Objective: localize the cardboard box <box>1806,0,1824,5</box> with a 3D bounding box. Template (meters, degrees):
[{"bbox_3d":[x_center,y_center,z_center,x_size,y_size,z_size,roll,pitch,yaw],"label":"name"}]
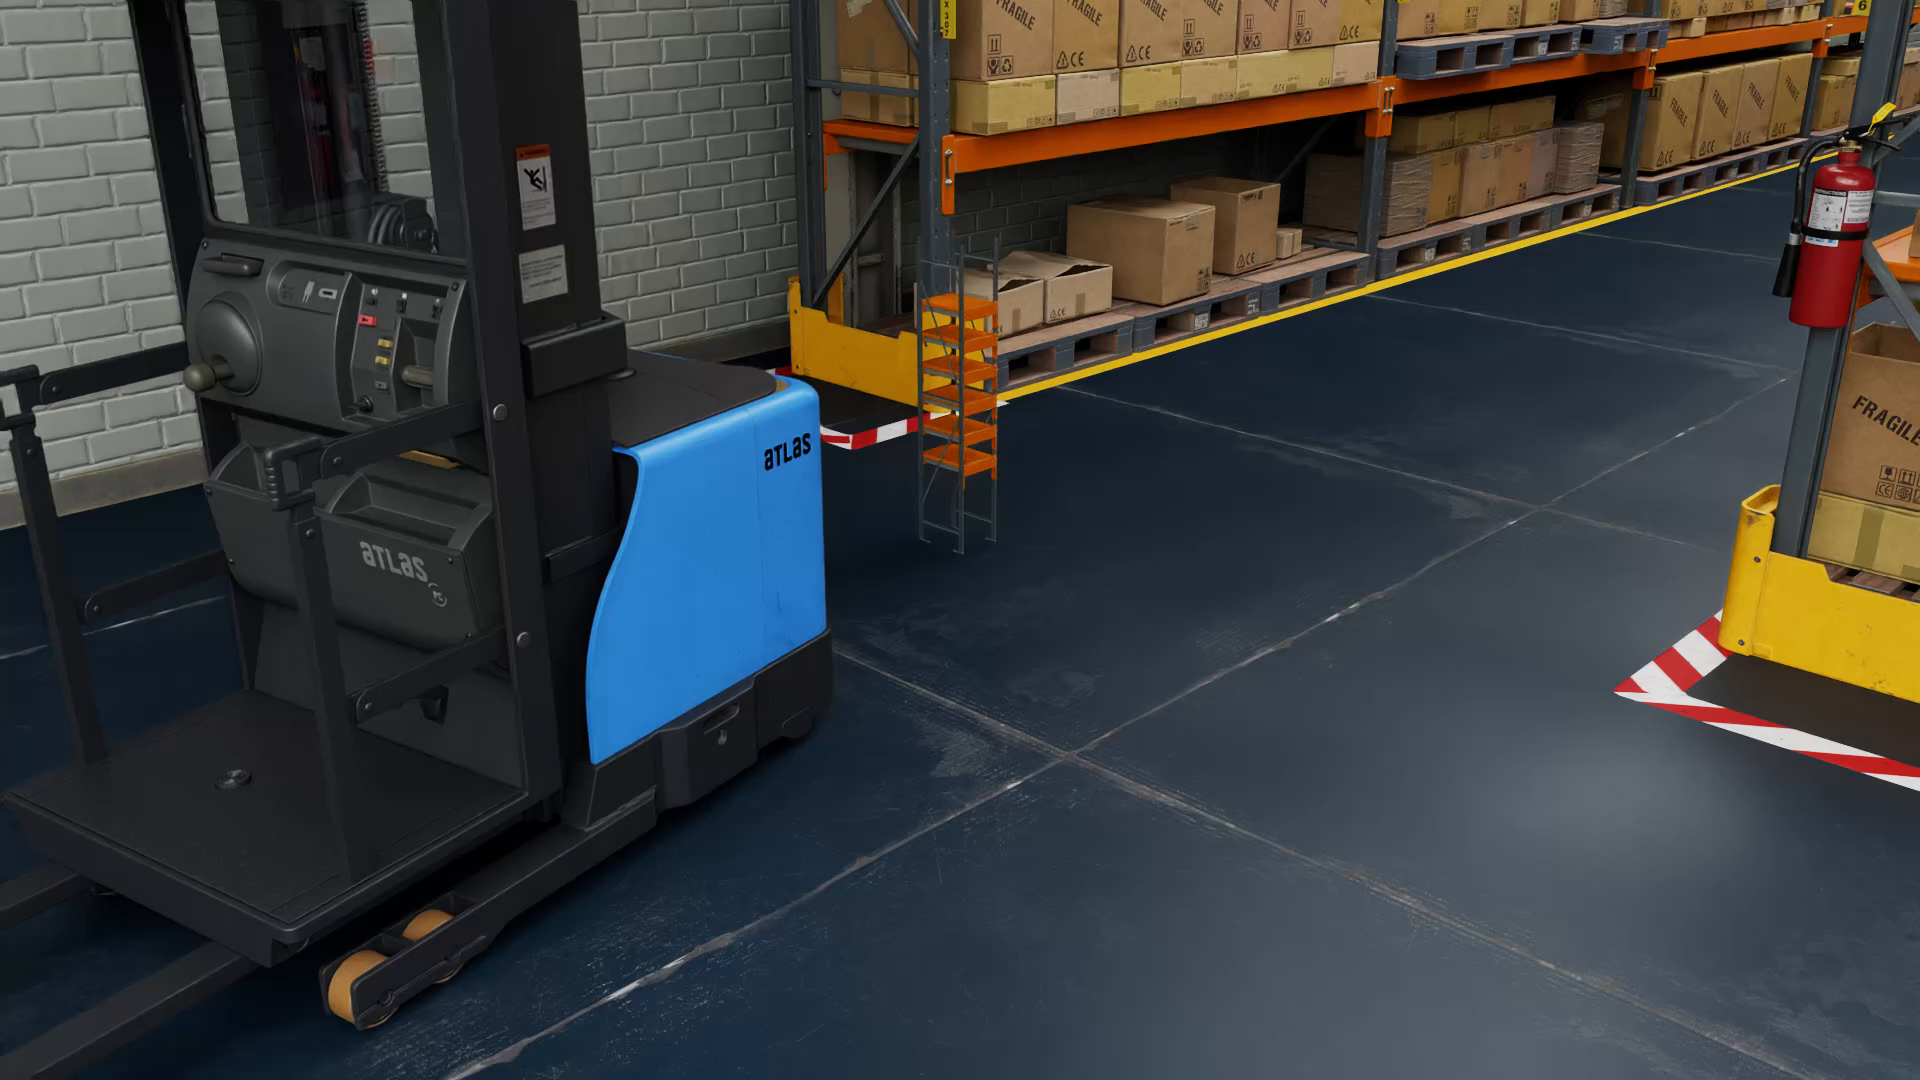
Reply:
[{"bbox_3d":[7.783,-5.284,15.560,0.500,0.500,0.500,19,28,40],"label":"cardboard box"}]

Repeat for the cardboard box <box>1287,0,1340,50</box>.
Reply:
[{"bbox_3d":[1.892,-3.175,9.791,0.500,0.500,0.500,19,28,40],"label":"cardboard box"}]

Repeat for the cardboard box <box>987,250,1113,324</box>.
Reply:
[{"bbox_3d":[0.498,-1.439,9.271,0.500,0.311,0.500,-17,27,-38],"label":"cardboard box"}]

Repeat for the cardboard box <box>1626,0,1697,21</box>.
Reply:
[{"bbox_3d":[5.657,-4.499,13.516,0.500,0.500,0.500,-19,28,-40],"label":"cardboard box"}]

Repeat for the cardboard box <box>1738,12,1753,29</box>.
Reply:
[{"bbox_3d":[6.781,-4.624,14.747,0.250,0.149,0.380,-19,28,-40],"label":"cardboard box"}]

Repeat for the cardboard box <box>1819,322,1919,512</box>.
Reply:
[{"bbox_3d":[3.266,-0.423,5.695,0.500,0.500,0.500,19,28,41],"label":"cardboard box"}]

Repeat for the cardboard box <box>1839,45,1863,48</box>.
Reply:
[{"bbox_3d":[9.890,-5.378,18.381,0.380,0.149,0.250,19,28,41],"label":"cardboard box"}]

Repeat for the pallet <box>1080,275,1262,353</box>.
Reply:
[{"bbox_3d":[1.050,-1.416,9.966,1.003,0.211,1.213,19,28,41],"label":"pallet"}]

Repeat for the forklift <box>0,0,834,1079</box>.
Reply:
[{"bbox_3d":[-1.600,-0.467,3.704,1.130,2.935,3.031,13,24,30],"label":"forklift"}]

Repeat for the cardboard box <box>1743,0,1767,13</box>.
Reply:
[{"bbox_3d":[6.733,-4.894,14.544,0.500,0.500,0.500,-19,28,-41],"label":"cardboard box"}]

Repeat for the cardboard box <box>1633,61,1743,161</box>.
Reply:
[{"bbox_3d":[6.357,-3.815,14.731,0.750,0.750,0.750,19,28,40],"label":"cardboard box"}]

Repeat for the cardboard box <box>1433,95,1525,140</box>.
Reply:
[{"bbox_3d":[3.872,-3.169,12.464,0.500,0.250,0.500,19,28,40],"label":"cardboard box"}]

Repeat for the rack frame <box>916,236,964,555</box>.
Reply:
[{"bbox_3d":[-0.074,-0.533,6.288,0.240,1.200,0.006,19,28,41],"label":"rack frame"}]

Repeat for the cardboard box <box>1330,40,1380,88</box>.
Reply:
[{"bbox_3d":[2.231,-2.956,10.267,0.500,0.250,0.500,19,28,41],"label":"cardboard box"}]

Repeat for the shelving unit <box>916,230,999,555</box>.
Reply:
[{"bbox_3d":[-0.010,-0.556,6.350,0.258,1.200,0.189,19,28,41],"label":"shelving unit"}]

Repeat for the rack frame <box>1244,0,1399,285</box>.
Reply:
[{"bbox_3d":[2.344,-3.215,10.757,1.000,3.000,0.127,19,28,41],"label":"rack frame"}]

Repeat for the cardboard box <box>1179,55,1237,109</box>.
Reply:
[{"bbox_3d":[1.187,-2.568,9.255,0.500,0.250,0.500,20,28,41],"label":"cardboard box"}]

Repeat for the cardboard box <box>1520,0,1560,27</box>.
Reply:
[{"bbox_3d":[3.960,-4.046,12.167,0.700,0.500,0.500,19,28,41],"label":"cardboard box"}]

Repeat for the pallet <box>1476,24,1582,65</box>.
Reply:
[{"bbox_3d":[3.783,-3.634,12.116,1.003,0.211,1.213,19,28,41],"label":"pallet"}]

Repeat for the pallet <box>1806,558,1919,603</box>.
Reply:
[{"bbox_3d":[3.609,0.147,5.898,1.003,0.211,1.213,19,28,41],"label":"pallet"}]

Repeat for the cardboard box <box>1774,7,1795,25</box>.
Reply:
[{"bbox_3d":[7.377,-4.797,15.196,0.380,0.149,0.250,19,28,41],"label":"cardboard box"}]

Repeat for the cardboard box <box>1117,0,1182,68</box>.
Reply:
[{"bbox_3d":[0.819,-2.779,8.760,0.500,0.500,0.500,18,27,39],"label":"cardboard box"}]

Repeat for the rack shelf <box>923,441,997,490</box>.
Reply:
[{"bbox_3d":[-0.010,-0.291,6.452,0.258,0.103,0.180,19,28,41],"label":"rack shelf"}]

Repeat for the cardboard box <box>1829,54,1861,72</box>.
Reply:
[{"bbox_3d":[9.254,-4.946,17.257,0.380,0.149,0.250,18,28,39],"label":"cardboard box"}]

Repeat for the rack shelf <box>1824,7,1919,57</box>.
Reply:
[{"bbox_3d":[9.320,-5.449,17.574,1.077,0.370,4.000,19,28,41],"label":"rack shelf"}]

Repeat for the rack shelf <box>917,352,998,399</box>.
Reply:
[{"bbox_3d":[-0.010,-0.627,6.323,0.258,0.103,0.180,19,28,41],"label":"rack shelf"}]

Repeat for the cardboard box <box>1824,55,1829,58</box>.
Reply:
[{"bbox_3d":[8.826,-4.986,17.360,0.380,0.149,0.250,18,27,39],"label":"cardboard box"}]

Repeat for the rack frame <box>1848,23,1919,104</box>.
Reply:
[{"bbox_3d":[10.715,-6.299,18.783,1.000,3.000,0.127,19,28,41],"label":"rack frame"}]

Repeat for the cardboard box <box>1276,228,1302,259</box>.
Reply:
[{"bbox_3d":[1.992,-1.952,10.809,0.380,0.166,0.250,15,26,34],"label":"cardboard box"}]

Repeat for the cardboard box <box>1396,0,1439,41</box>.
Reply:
[{"bbox_3d":[2.723,-3.589,10.979,0.700,0.500,0.500,19,28,41],"label":"cardboard box"}]

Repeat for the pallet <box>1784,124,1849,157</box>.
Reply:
[{"bbox_3d":[8.511,-4.145,17.066,1.003,0.211,1.213,19,28,41],"label":"pallet"}]

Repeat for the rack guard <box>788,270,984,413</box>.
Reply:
[{"bbox_3d":[-0.393,-1.039,8.582,1.175,0.500,0.348,19,28,41],"label":"rack guard"}]

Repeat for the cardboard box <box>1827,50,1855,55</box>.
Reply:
[{"bbox_3d":[9.359,-5.182,17.871,0.380,0.149,0.250,20,28,41],"label":"cardboard box"}]

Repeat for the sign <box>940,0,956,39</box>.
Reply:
[{"bbox_3d":[-0.058,-2.455,7.574,0.100,0.325,0.005,19,28,41],"label":"sign"}]

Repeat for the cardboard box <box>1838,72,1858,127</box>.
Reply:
[{"bbox_3d":[8.873,-4.595,17.248,0.700,0.500,0.500,19,28,40],"label":"cardboard box"}]

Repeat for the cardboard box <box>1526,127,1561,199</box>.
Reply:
[{"bbox_3d":[4.227,-2.980,13.018,0.700,0.500,0.500,19,28,41],"label":"cardboard box"}]

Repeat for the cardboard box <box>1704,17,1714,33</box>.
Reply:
[{"bbox_3d":[6.220,-4.436,14.257,0.250,0.149,0.380,-19,28,-41],"label":"cardboard box"}]

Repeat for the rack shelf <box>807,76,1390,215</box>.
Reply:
[{"bbox_3d":[0.949,-2.365,9.549,1.077,0.370,4.000,19,28,41],"label":"rack shelf"}]

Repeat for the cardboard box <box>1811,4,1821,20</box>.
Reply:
[{"bbox_3d":[7.892,-5.005,15.739,0.380,0.149,0.250,20,28,41],"label":"cardboard box"}]

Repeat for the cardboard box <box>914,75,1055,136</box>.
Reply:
[{"bbox_3d":[0.121,-2.172,8.225,0.500,0.250,0.500,18,28,39],"label":"cardboard box"}]

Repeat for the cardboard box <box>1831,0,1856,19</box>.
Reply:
[{"bbox_3d":[8.315,-5.546,16.406,0.700,0.700,0.980,-20,28,-41],"label":"cardboard box"}]

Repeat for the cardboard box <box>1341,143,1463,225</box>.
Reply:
[{"bbox_3d":[3.170,-2.592,12.008,0.700,0.500,0.500,19,28,40],"label":"cardboard box"}]

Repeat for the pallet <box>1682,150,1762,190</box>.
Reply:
[{"bbox_3d":[6.589,-3.437,15.223,1.003,0.211,1.213,19,28,41],"label":"pallet"}]

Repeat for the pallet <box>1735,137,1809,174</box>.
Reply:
[{"bbox_3d":[7.441,-3.752,16.043,1.003,0.211,1.213,19,28,41],"label":"pallet"}]
